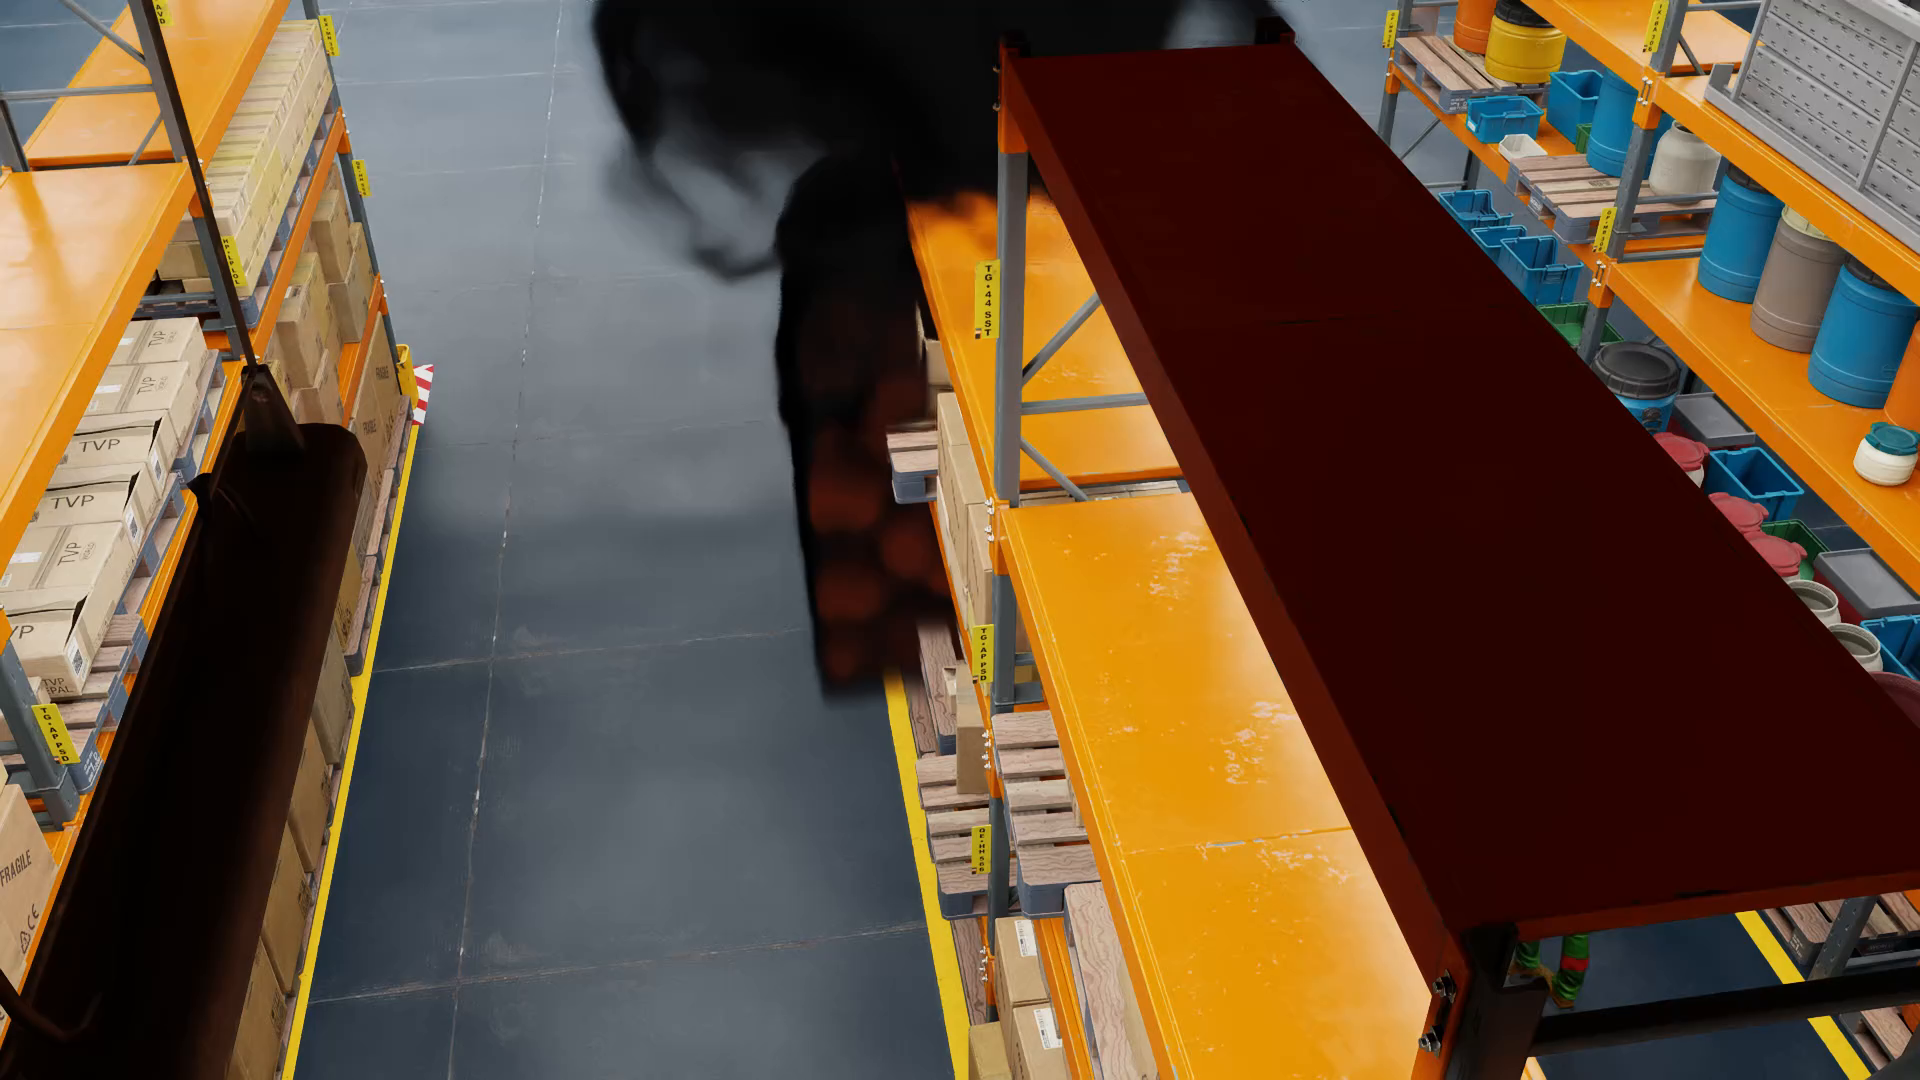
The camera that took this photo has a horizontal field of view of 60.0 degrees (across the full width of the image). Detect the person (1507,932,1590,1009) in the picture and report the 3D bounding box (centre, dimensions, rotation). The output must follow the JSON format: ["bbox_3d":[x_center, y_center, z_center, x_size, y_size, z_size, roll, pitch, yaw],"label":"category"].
[{"bbox_3d":[3.273,1.781,9.067,0.631,1.856,0.669,-10,38,-14],"label":"person"}]
